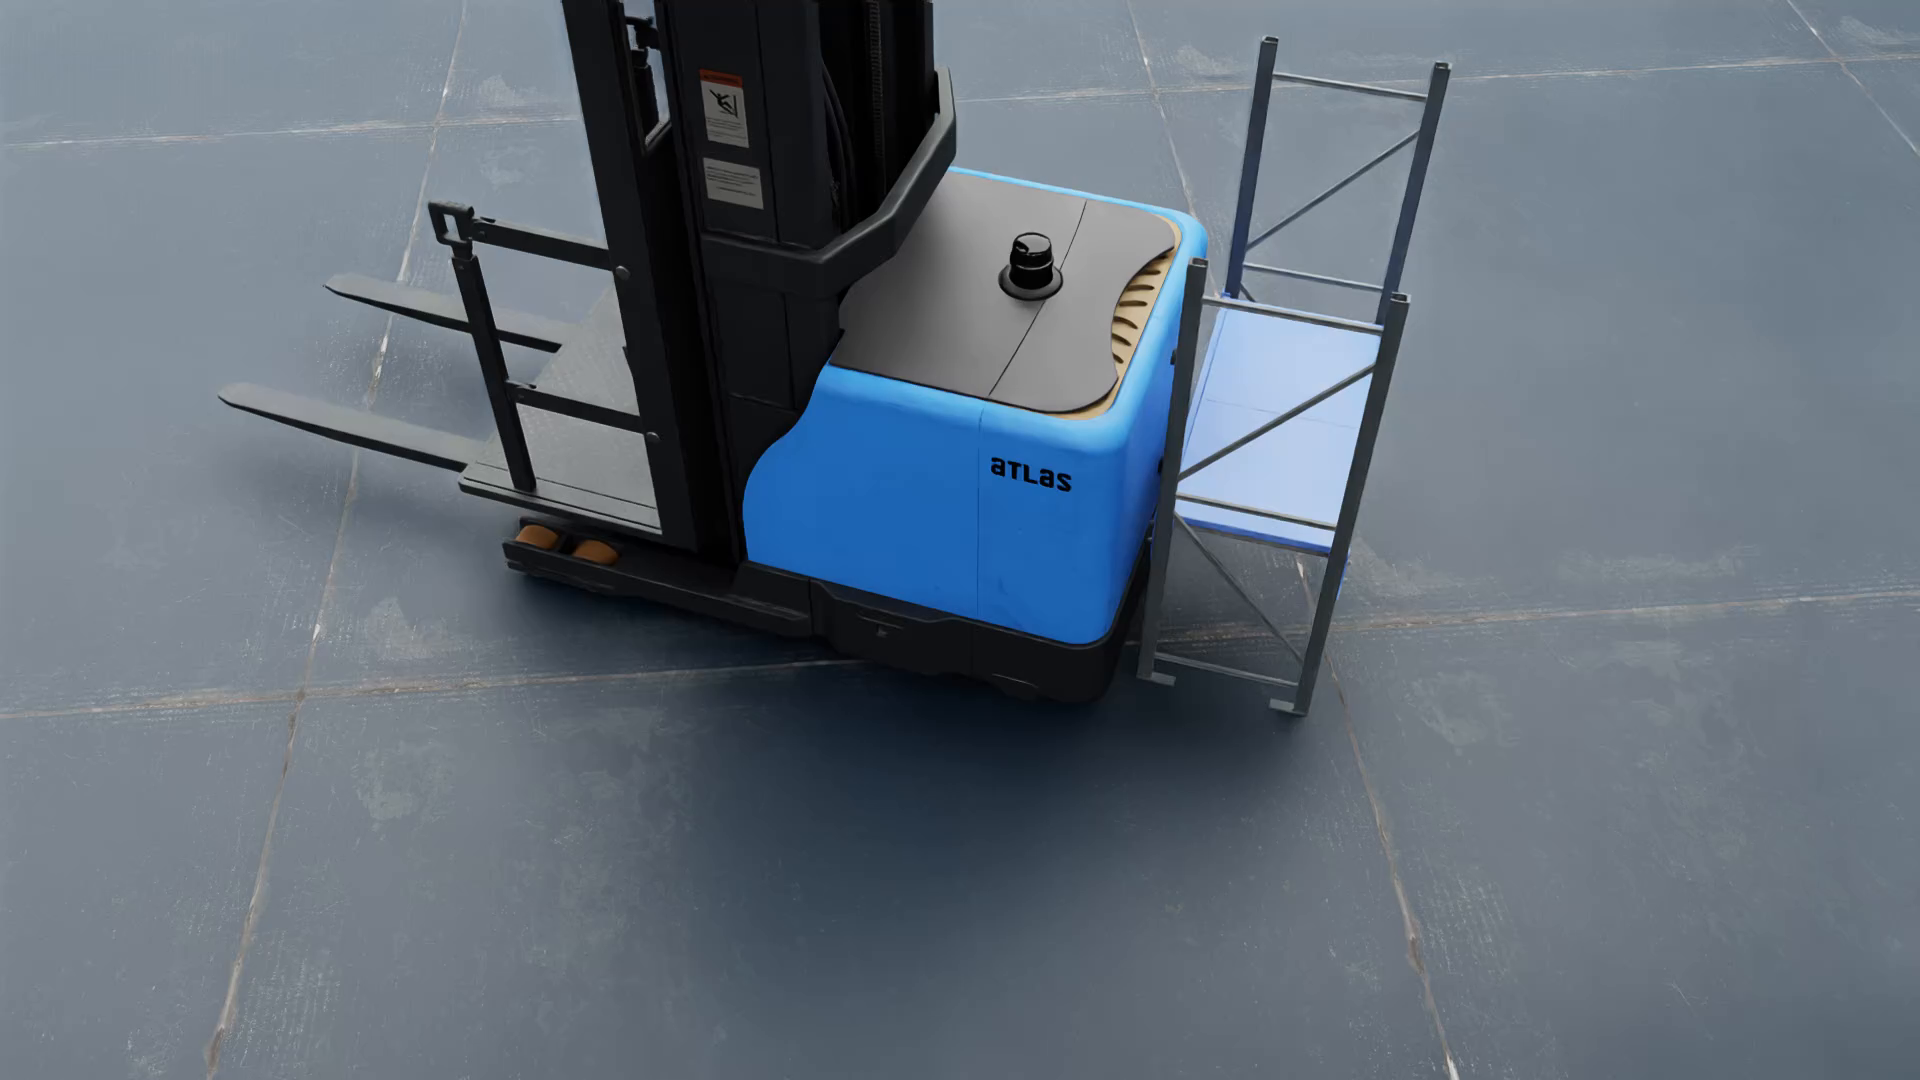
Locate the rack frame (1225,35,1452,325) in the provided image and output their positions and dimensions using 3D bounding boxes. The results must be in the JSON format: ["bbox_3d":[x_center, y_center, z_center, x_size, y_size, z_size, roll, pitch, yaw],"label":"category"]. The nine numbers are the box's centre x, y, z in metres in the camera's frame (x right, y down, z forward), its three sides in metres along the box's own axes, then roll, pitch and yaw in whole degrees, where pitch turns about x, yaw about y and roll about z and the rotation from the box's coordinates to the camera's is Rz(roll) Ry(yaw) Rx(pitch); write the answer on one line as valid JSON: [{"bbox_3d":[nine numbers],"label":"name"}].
[{"bbox_3d":[1.049,-0.778,4.954,0.500,1.500,0.032,12,48,11],"label":"rack frame"}]

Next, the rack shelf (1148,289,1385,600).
[{"bbox_3d":[0.905,-0.301,4.750,0.538,0.185,1.000,12,48,11],"label":"rack shelf"}]

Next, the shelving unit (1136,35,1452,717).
[{"bbox_3d":[0.905,-0.425,4.619,0.538,1.500,1.048,12,48,11],"label":"shelving unit"}]

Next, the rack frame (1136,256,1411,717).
[{"bbox_3d":[0.760,-0.071,4.284,0.500,1.500,0.032,12,48,11],"label":"rack frame"}]

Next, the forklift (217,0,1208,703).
[{"bbox_3d":[-0.869,-1.194,4.362,3.031,2.935,1.130,14,48,13],"label":"forklift"}]
